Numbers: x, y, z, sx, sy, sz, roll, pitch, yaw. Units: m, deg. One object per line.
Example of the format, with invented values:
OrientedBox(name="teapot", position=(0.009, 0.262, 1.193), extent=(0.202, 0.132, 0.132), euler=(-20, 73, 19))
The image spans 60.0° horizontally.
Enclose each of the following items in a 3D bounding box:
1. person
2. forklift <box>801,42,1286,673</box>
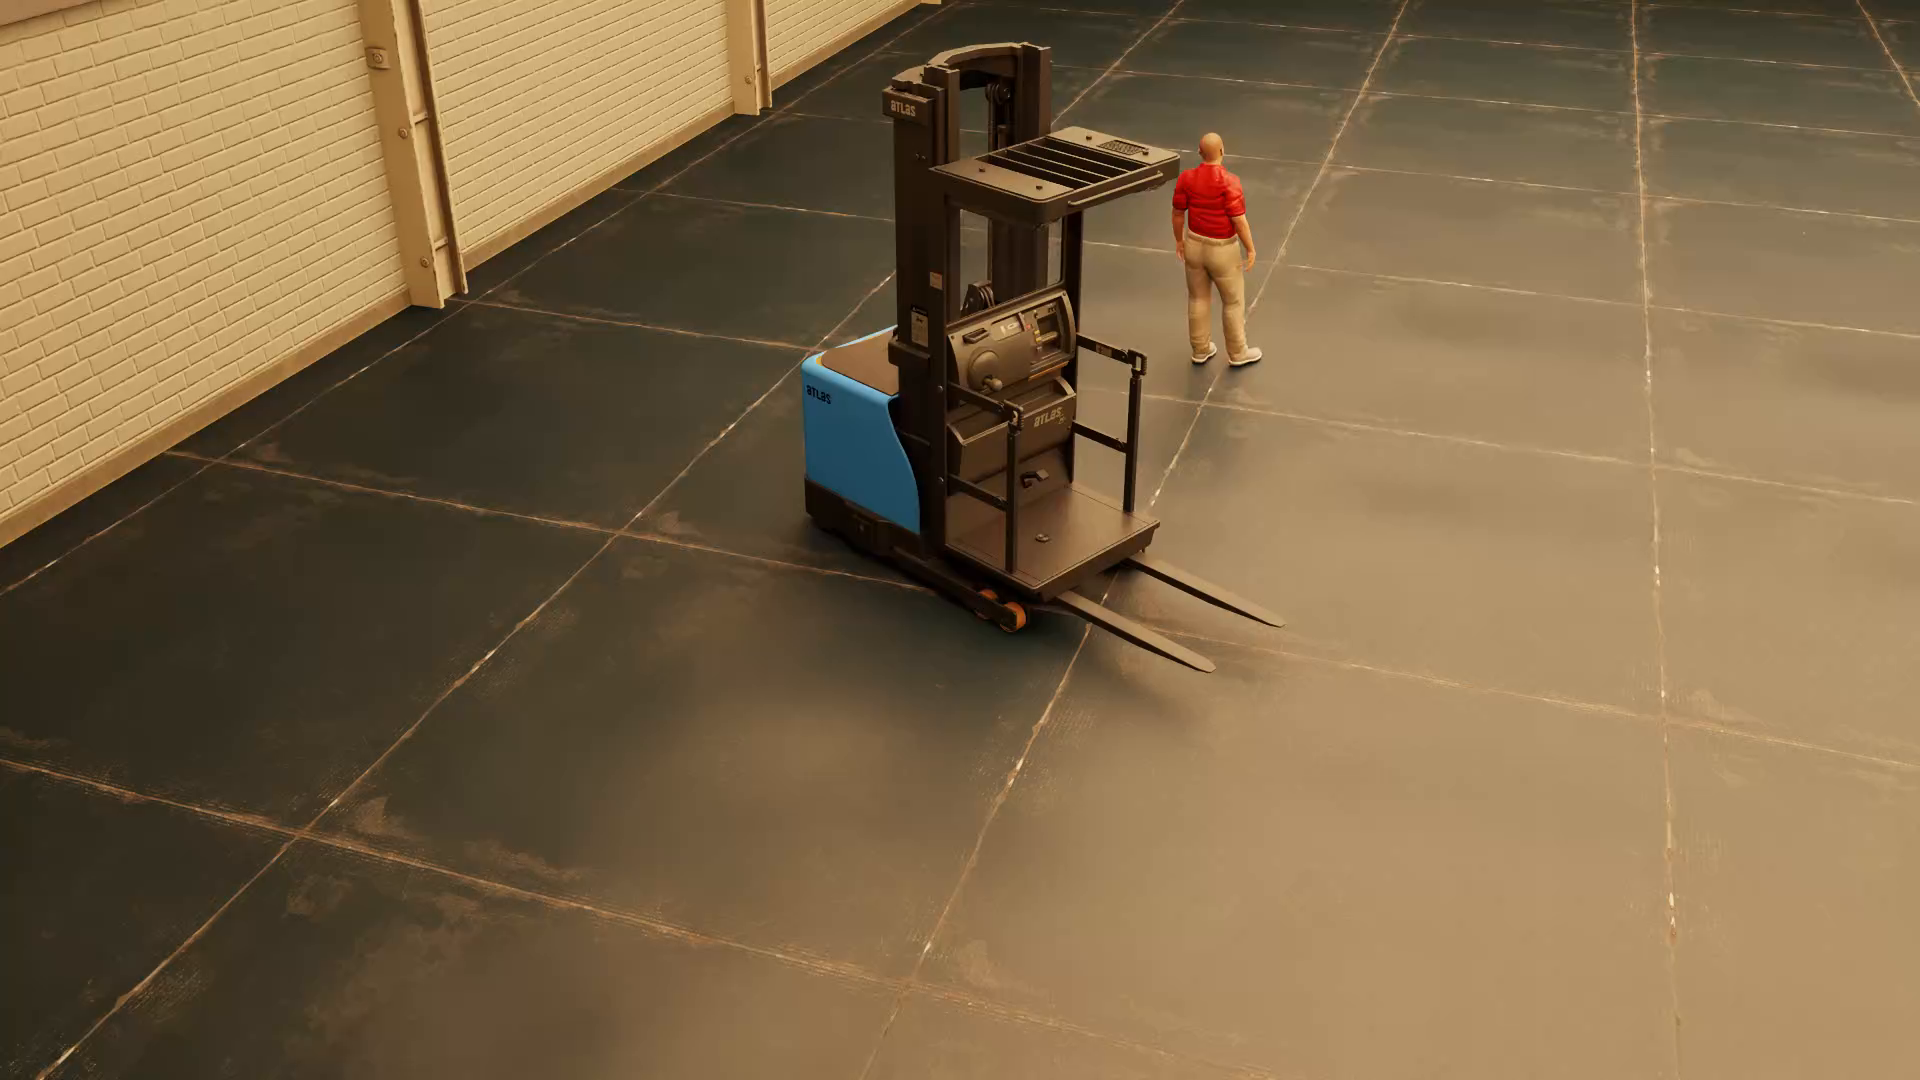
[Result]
OrientedBox(name="person", position=(1.874, -2.115, 12.044), extent=(0.640, 1.727, 0.551), euler=(20, 35, 30))
OrientedBox(name="forklift", position=(0.441, -1.053, 8.984), extent=(1.130, 2.935, 3.031), euler=(-26, 39, -38))
